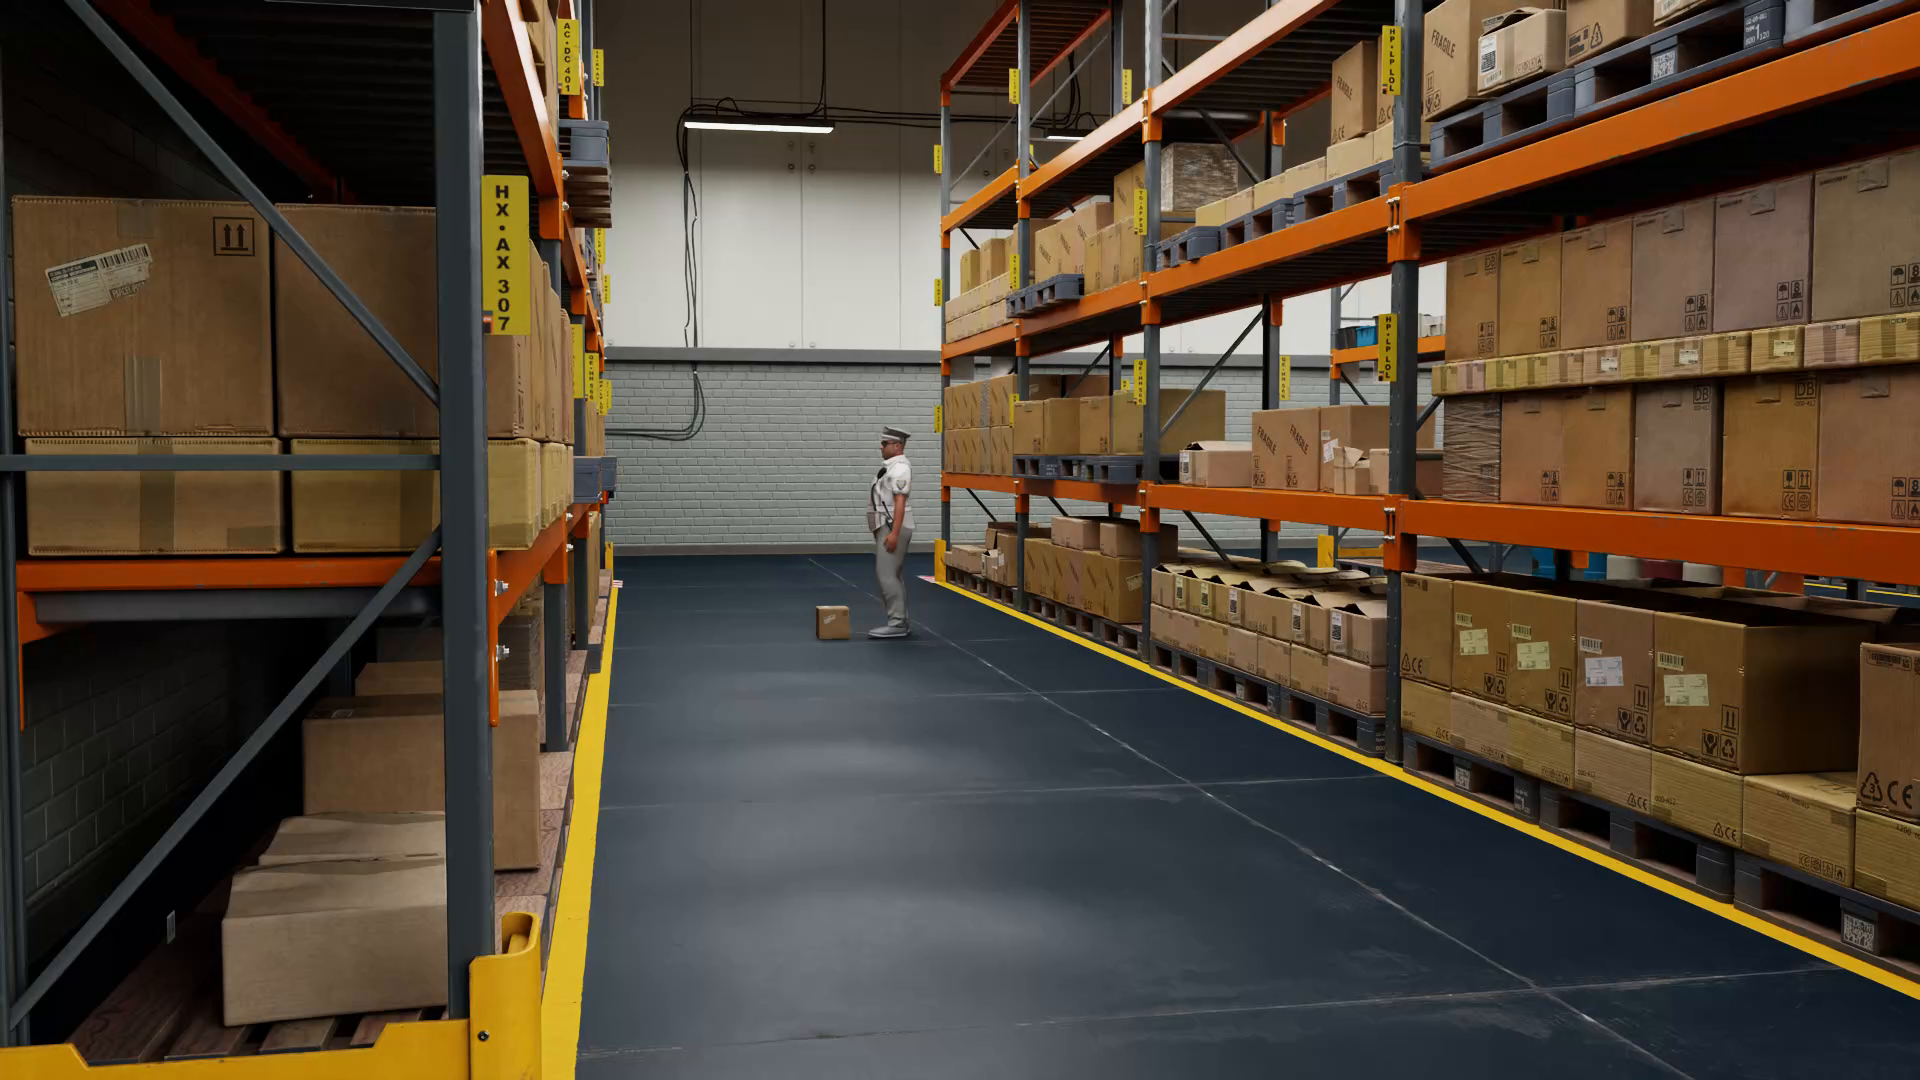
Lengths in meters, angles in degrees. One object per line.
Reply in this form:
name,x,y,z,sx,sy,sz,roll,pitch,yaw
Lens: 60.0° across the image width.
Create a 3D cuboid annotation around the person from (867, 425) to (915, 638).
person,-0.585,-0.071,13.851,0.400,1.764,0.527,-1,3,-10
